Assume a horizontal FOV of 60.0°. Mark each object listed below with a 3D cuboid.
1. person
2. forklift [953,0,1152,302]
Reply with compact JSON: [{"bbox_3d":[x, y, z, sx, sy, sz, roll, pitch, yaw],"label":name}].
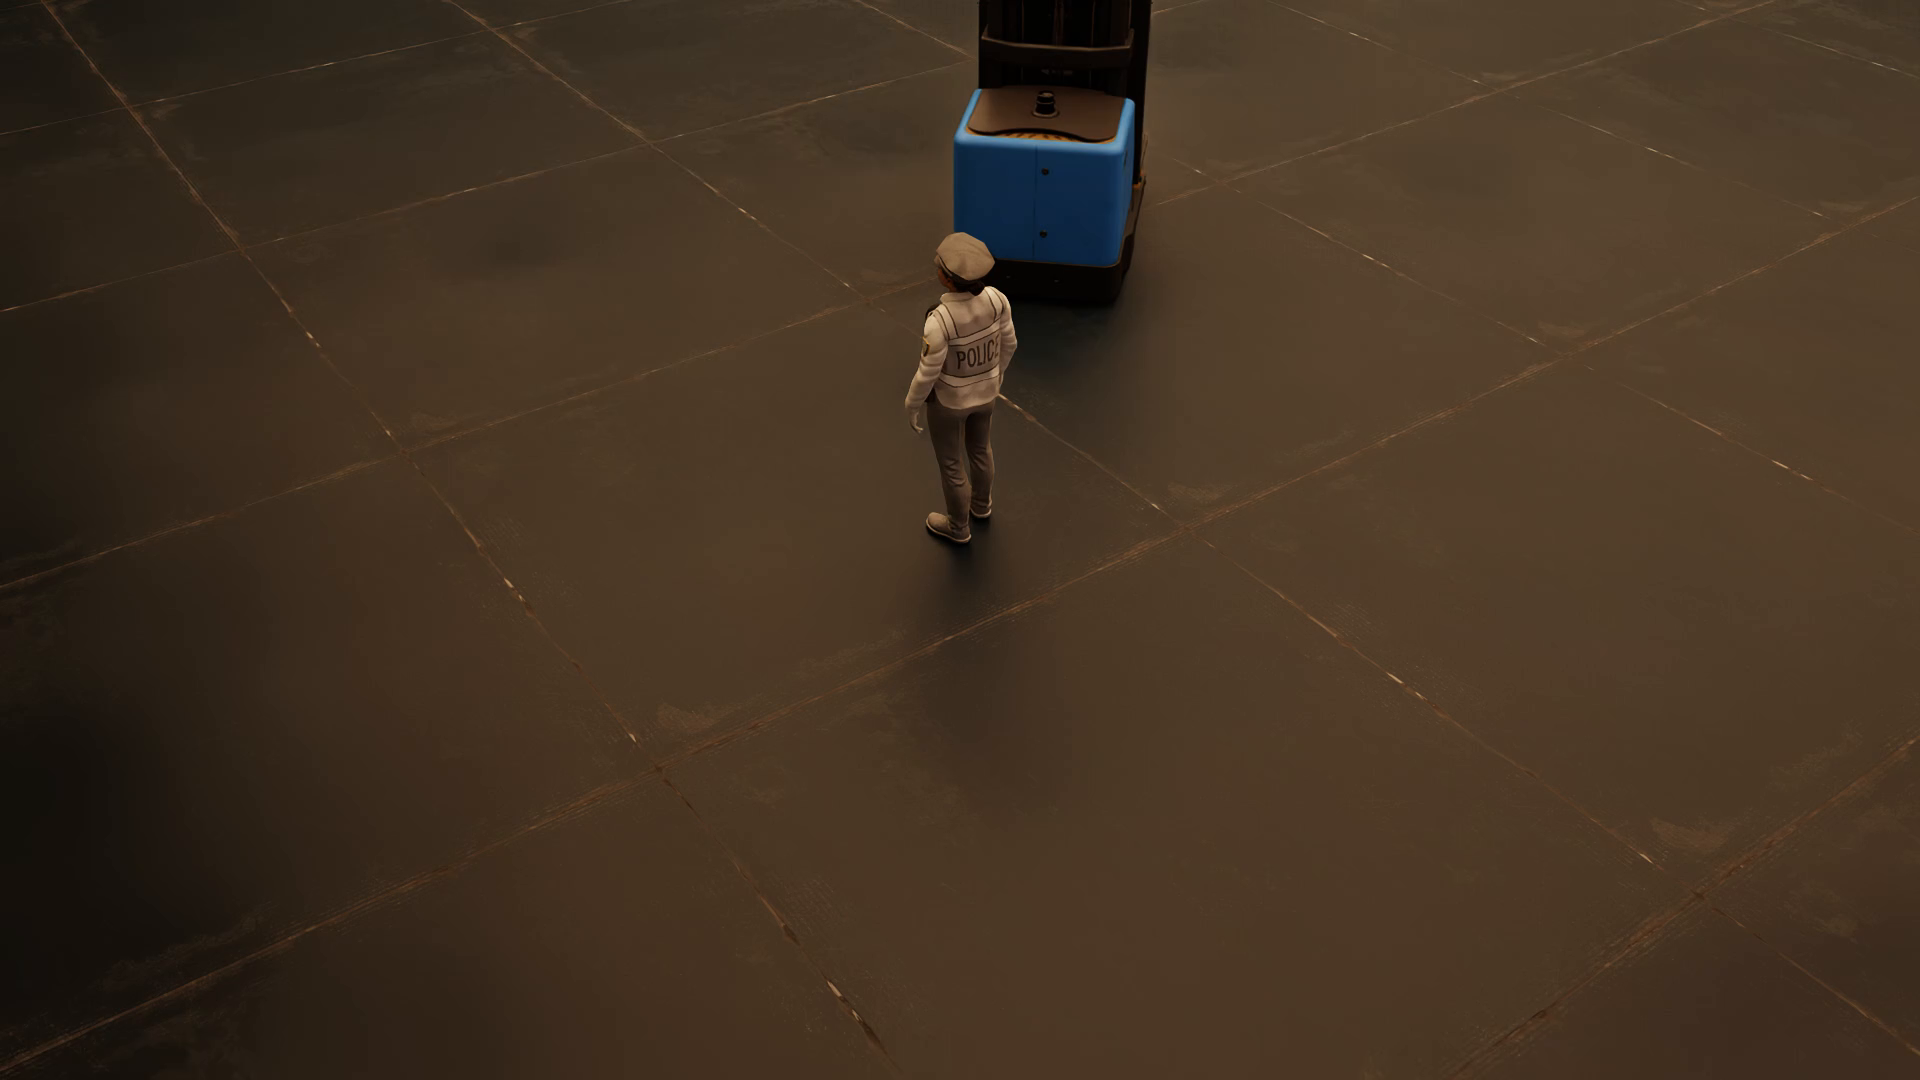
[{"bbox_3d":[-0.034,-0.723,7.950,0.586,1.694,0.532,-23,42,-28],"label":"person"},{"bbox_3d":[0.705,-3.522,10.708,1.130,2.935,3.031,6,37,8],"label":"forklift"}]
